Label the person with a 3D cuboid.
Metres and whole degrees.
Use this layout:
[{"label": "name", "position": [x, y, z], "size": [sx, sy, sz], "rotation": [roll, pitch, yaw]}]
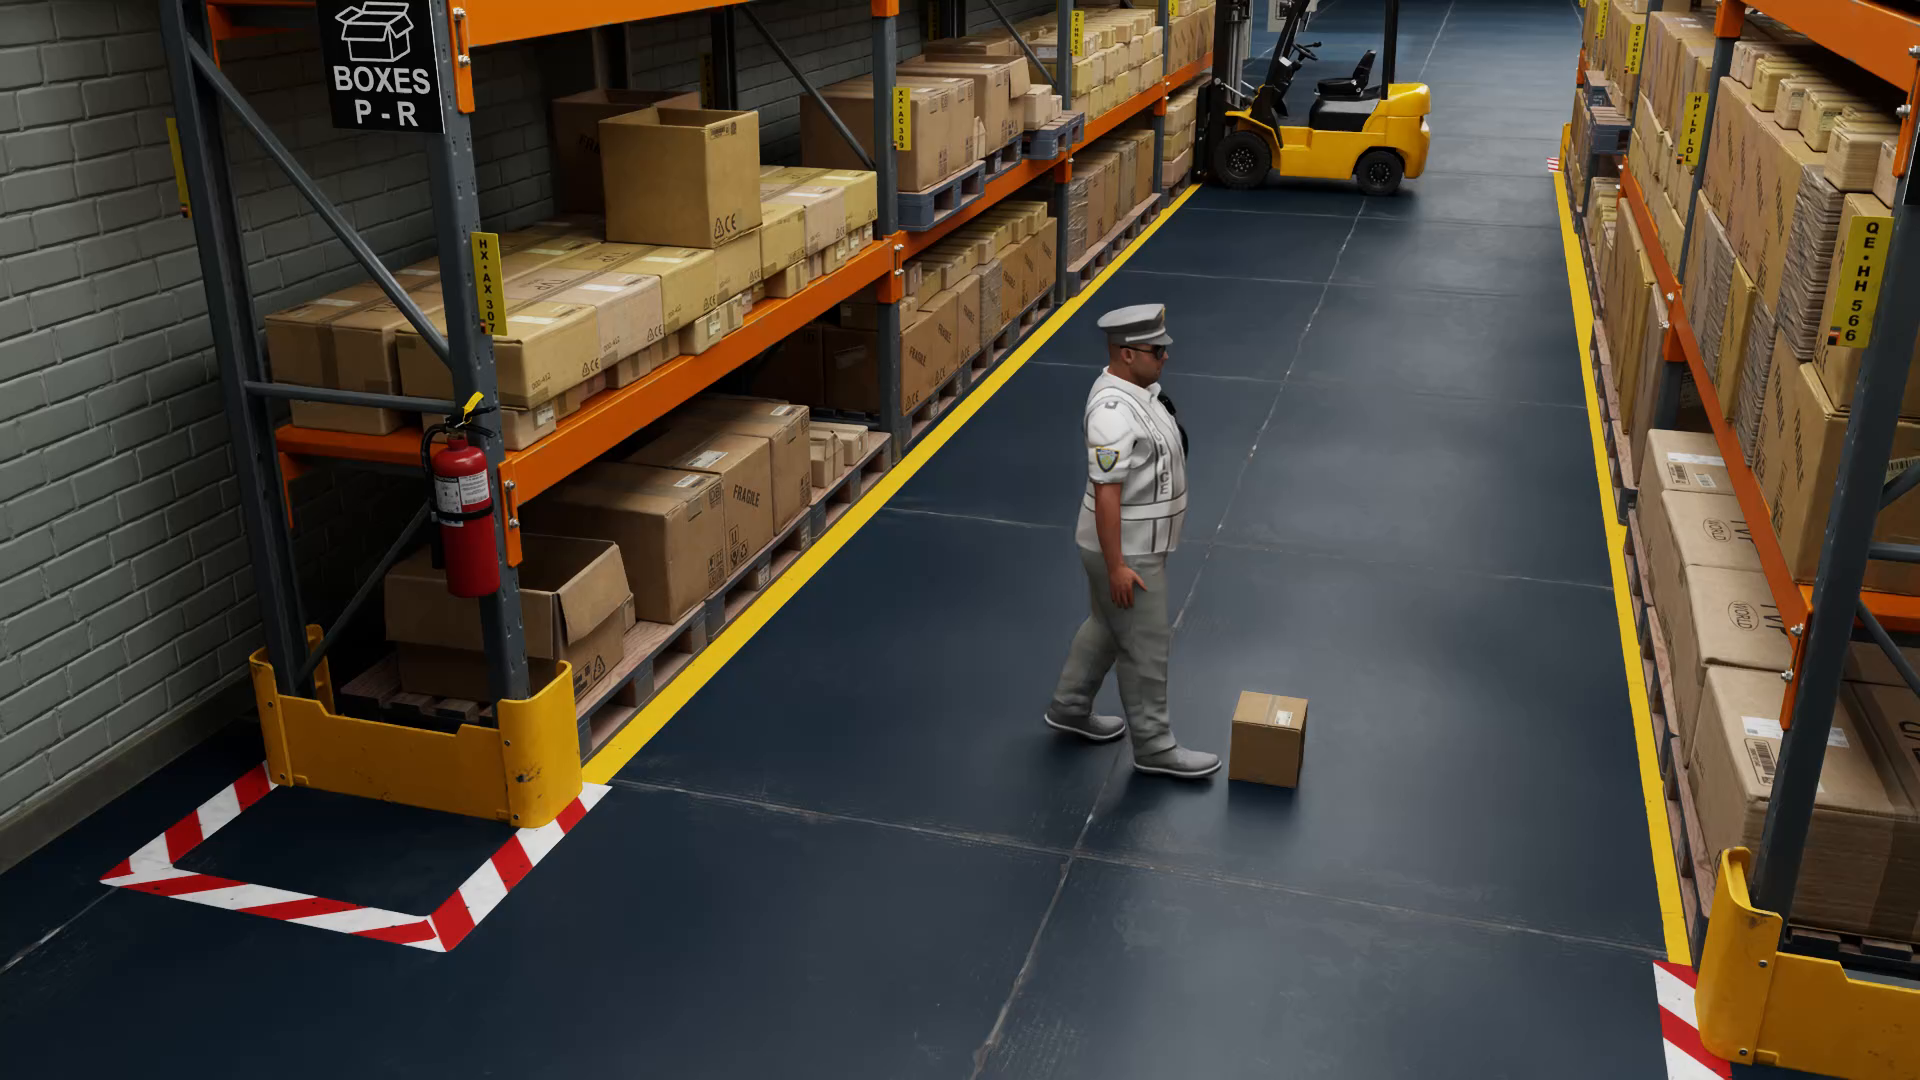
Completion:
[{"label": "person", "position": [0.650, 0.005, 6.036], "size": [0.701, 1.760, 0.550], "rotation": [4, 22, 11]}]
